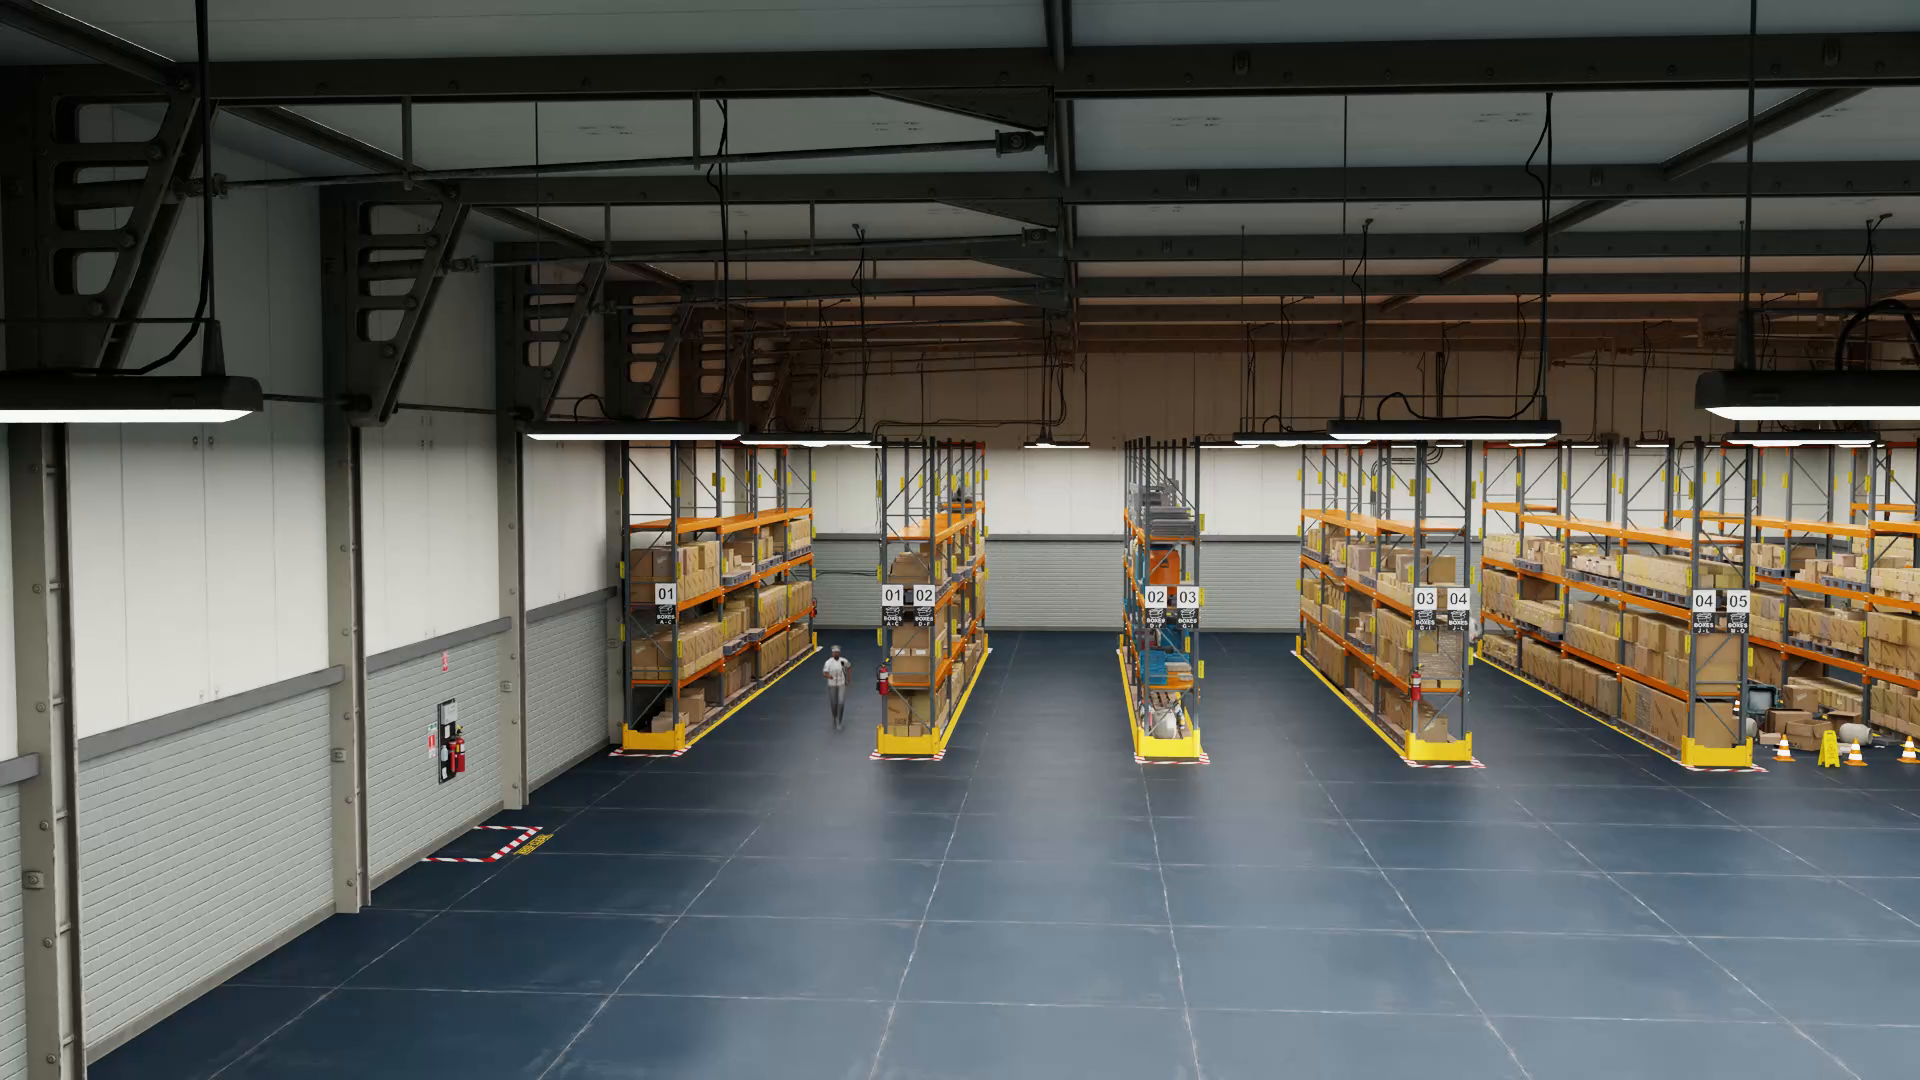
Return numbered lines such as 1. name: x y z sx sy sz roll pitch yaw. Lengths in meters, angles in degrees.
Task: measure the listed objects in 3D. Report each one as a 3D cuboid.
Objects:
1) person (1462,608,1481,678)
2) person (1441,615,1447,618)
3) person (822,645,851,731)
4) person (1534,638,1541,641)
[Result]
1. person: 12.920 2.590 42.376 0.672 1.771 0.849 1 3 11
2. person: 13.155 2.502 45.399 0.608 1.579 0.542 0 3 8
3. person: -2.551 3.035 34.420 0.587 1.729 0.895 0 3 0
4. person: 16.294 2.371 46.616 0.740 1.737 0.715 -2 4 -30
